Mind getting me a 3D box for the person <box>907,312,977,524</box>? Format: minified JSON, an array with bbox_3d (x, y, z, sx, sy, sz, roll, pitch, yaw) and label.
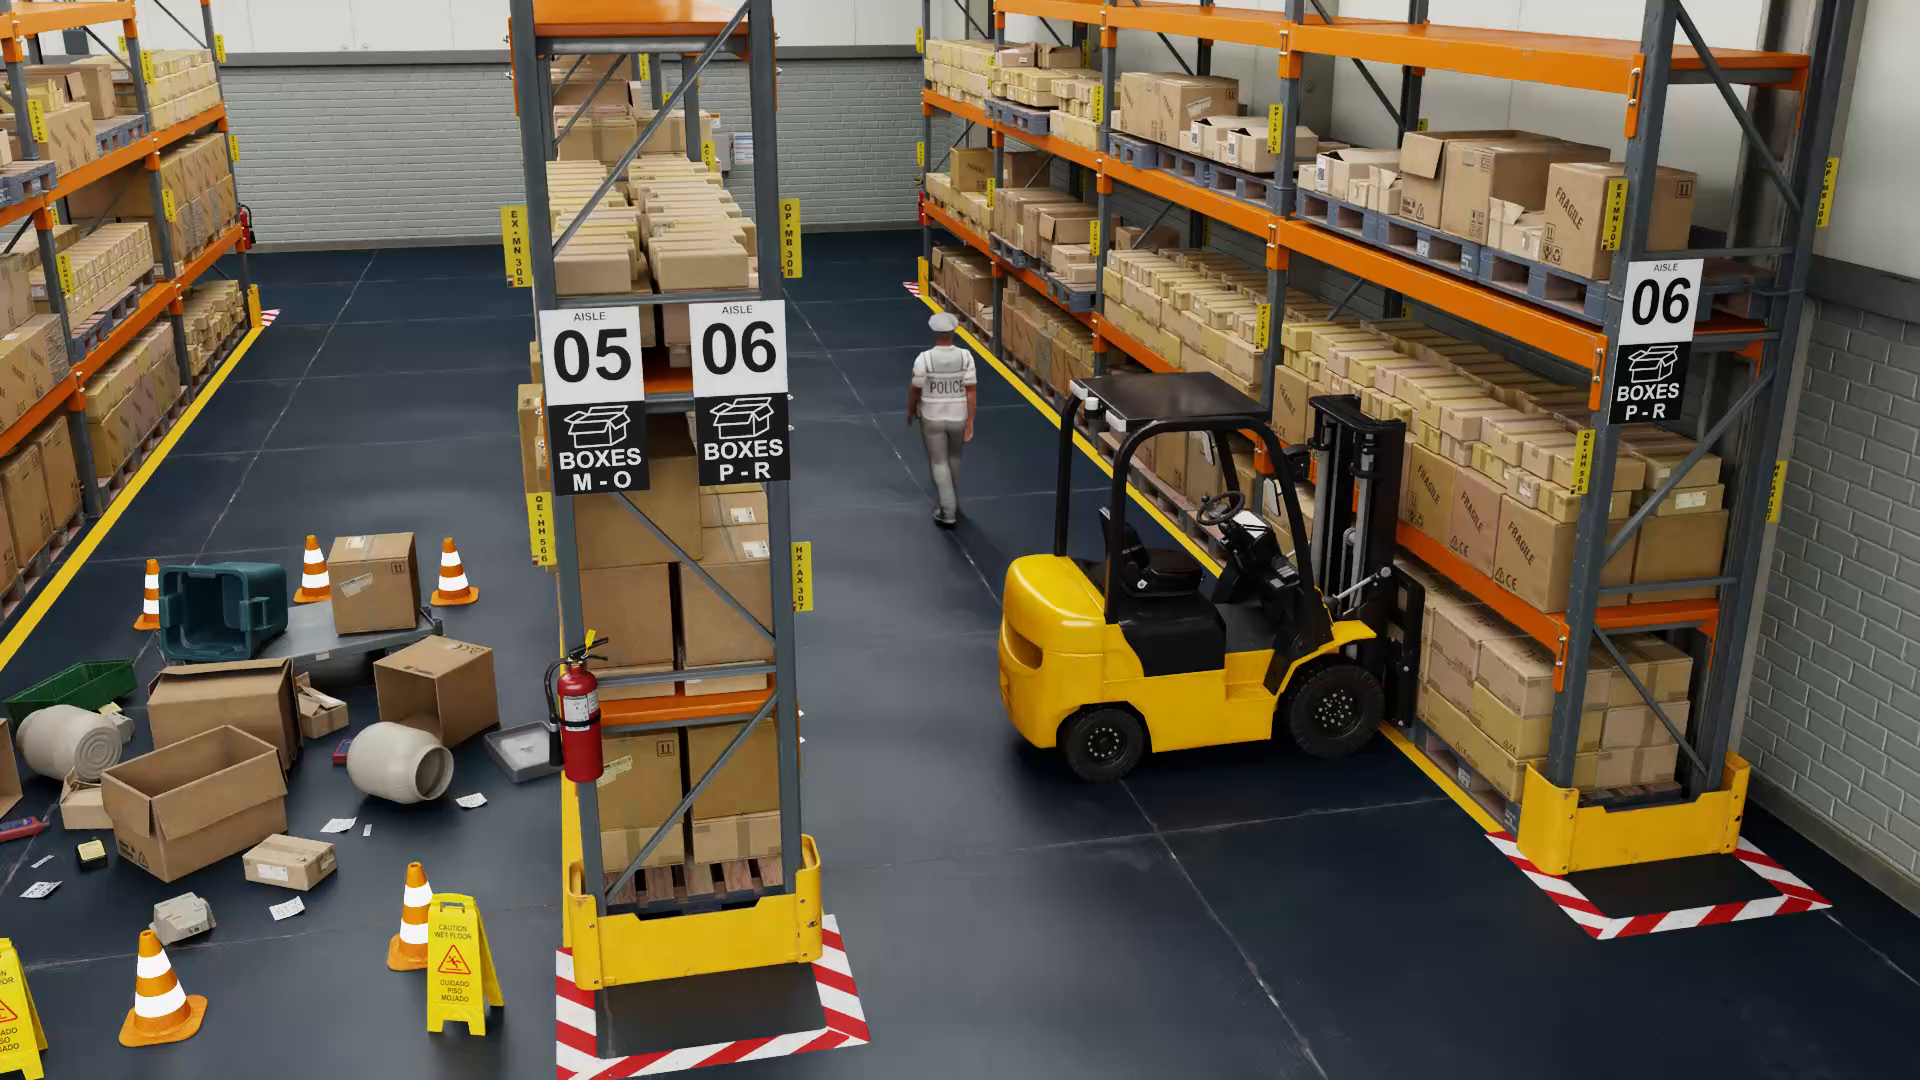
[{"bbox_3d":[-0.185,-1.071,14.023,0.539,1.751,0.928,-6,20,-18],"label":"person"}]
